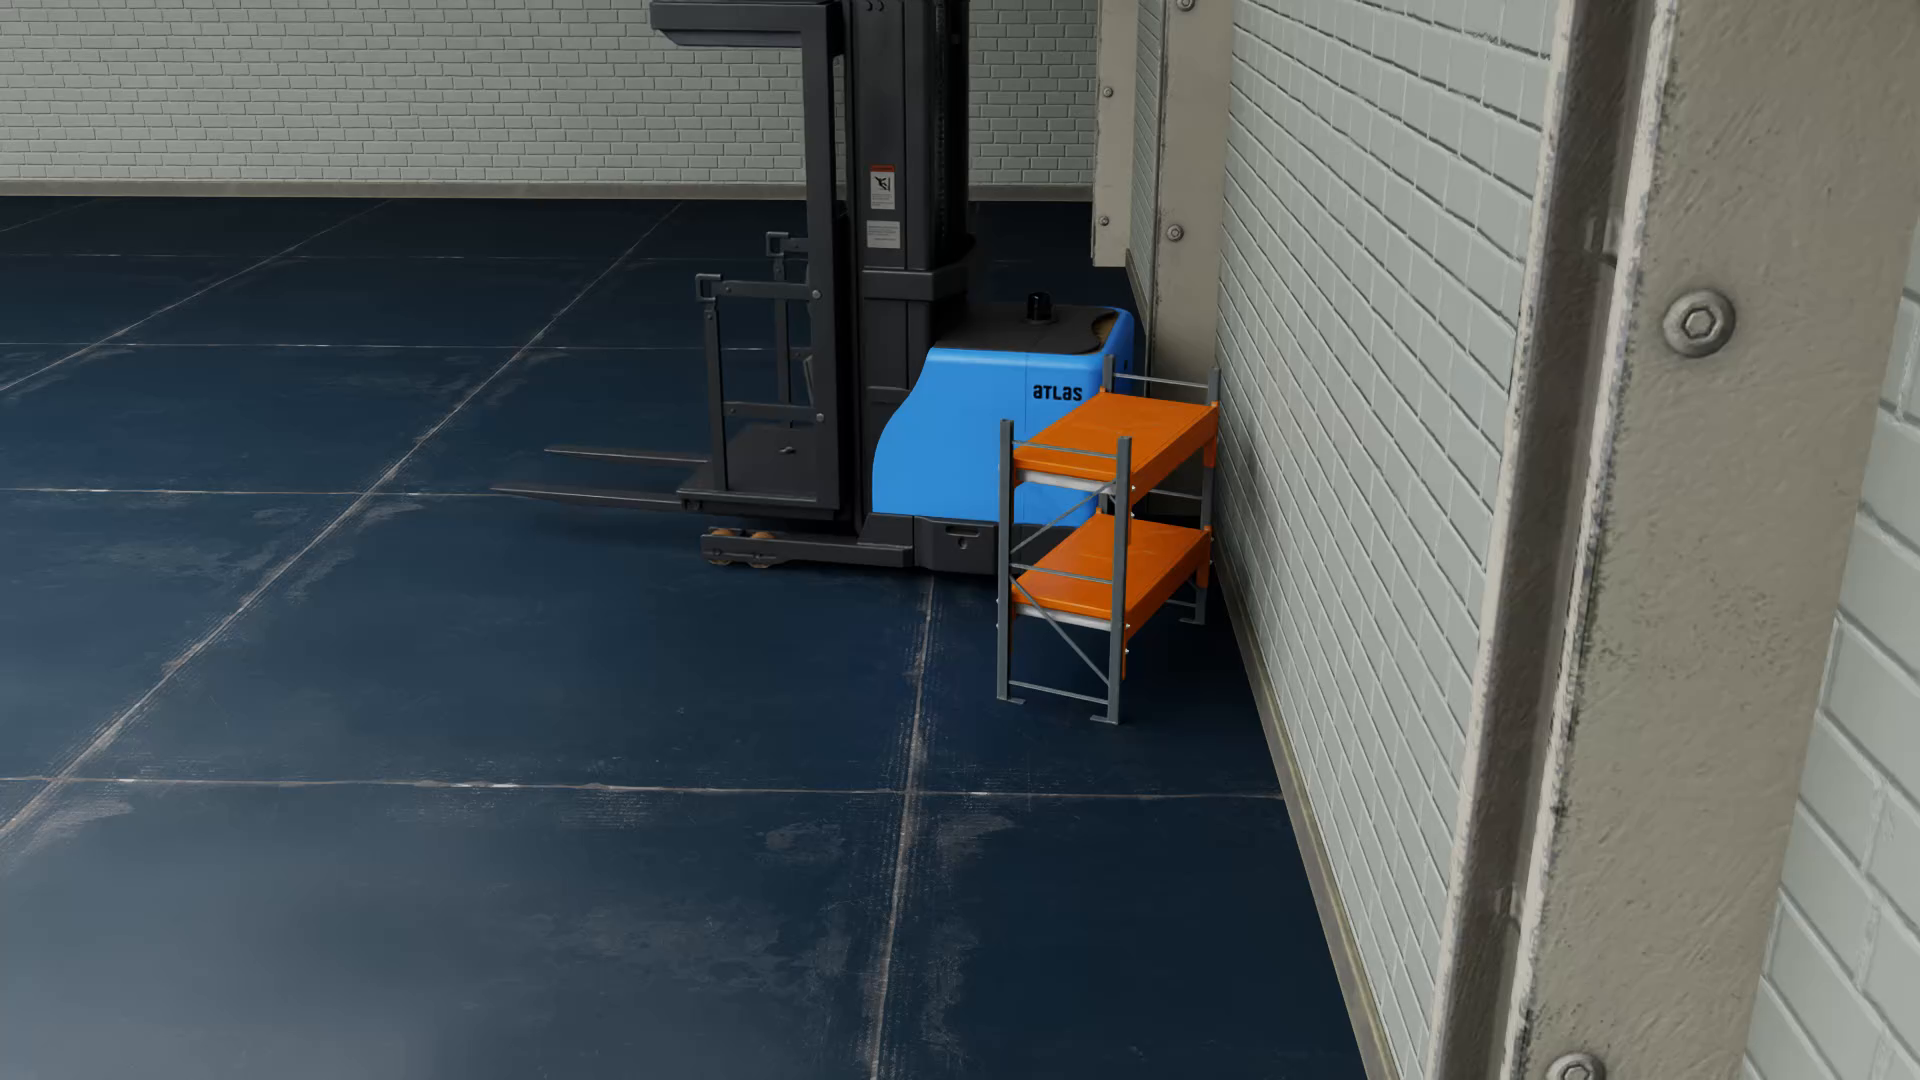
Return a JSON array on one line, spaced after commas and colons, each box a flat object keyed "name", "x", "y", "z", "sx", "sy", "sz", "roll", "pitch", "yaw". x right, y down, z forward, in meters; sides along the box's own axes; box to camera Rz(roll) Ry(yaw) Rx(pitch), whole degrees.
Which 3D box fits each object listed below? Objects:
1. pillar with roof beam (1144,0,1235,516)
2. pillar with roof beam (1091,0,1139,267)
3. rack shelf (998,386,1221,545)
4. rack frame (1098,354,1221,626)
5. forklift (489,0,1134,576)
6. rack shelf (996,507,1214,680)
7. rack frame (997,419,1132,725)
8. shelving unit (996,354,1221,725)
[{"name": "pillar with roof beam", "x": -3.211, "y": -4.438, "z": 7.028, "sx": 9.100, "sy": 9.000, "sz": 0.400, "roll": 1, "pitch": 21, "yaw": 2}, {"name": "pillar with roof beam", "x": -3.028, "y": -6.608, "z": 12.619, "sx": 9.100, "sy": 9.000, "sz": 0.400, "roll": 1, "pitch": 21, "yaw": 2}, {"name": "rack shelf", "x": 0.599, "y": -0.312, "z": 6.468, "sx": 0.538, "sy": 0.278, "sz": 1.000, "roll": 10, "pitch": 23, "yaw": 24}, {"name": "rack frame", "x": 0.824, "y": -0.204, "z": 6.999, "sx": 0.500, "sy": 1.125, "sz": 0.032, "roll": 10, "pitch": 23, "yaw": 24}, {"name": "forklift", "x": -0.733, "y": -1.415, "z": 7.623, "sx": 3.031, "sy": 2.935, "sz": 1.130, "roll": 4, "pitch": 22, "yaw": 11}, {"name": "rack shelf", "x": 0.599, "y": 0.189, "z": 6.662, "sx": 0.538, "sy": 0.278, "sz": 1.000, "roll": 10, "pitch": 23, "yaw": 24}, {"name": "rack frame", "x": 0.375, "y": 0.126, "z": 6.148, "sx": 0.500, "sy": 1.125, "sz": 0.032, "roll": 10, "pitch": 23, "yaw": 24}, {"name": "shelving unit", "x": 0.599, "y": -0.039, "z": 6.574, "sx": 0.538, "sy": 1.125, "sz": 1.048, "roll": 10, "pitch": 23, "yaw": 24}]
